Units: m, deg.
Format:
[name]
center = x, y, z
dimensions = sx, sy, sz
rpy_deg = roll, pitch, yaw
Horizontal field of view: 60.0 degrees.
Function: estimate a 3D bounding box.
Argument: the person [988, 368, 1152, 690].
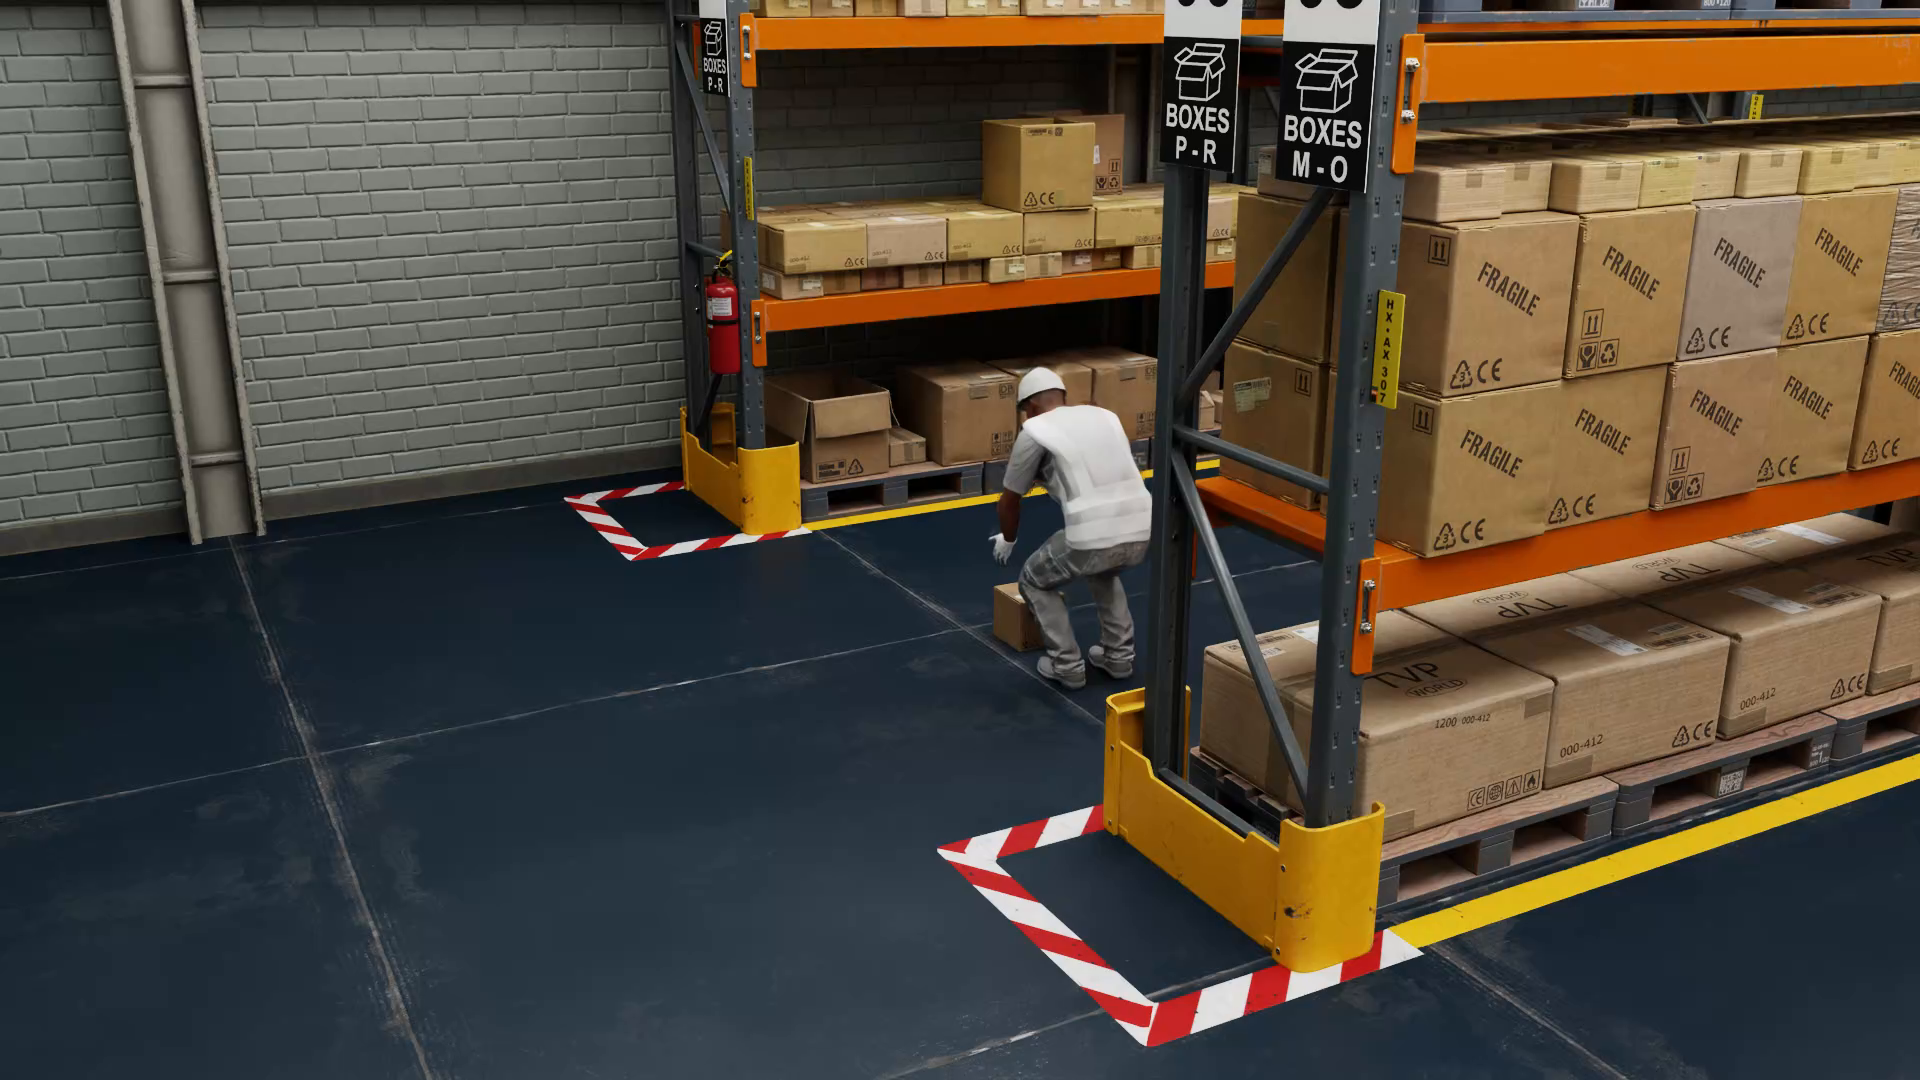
[person]
center = 0.500, -0.045, 7.356
dimensions = 0.612, 1.349, 0.803
rpy_deg = -10, 21, -27
